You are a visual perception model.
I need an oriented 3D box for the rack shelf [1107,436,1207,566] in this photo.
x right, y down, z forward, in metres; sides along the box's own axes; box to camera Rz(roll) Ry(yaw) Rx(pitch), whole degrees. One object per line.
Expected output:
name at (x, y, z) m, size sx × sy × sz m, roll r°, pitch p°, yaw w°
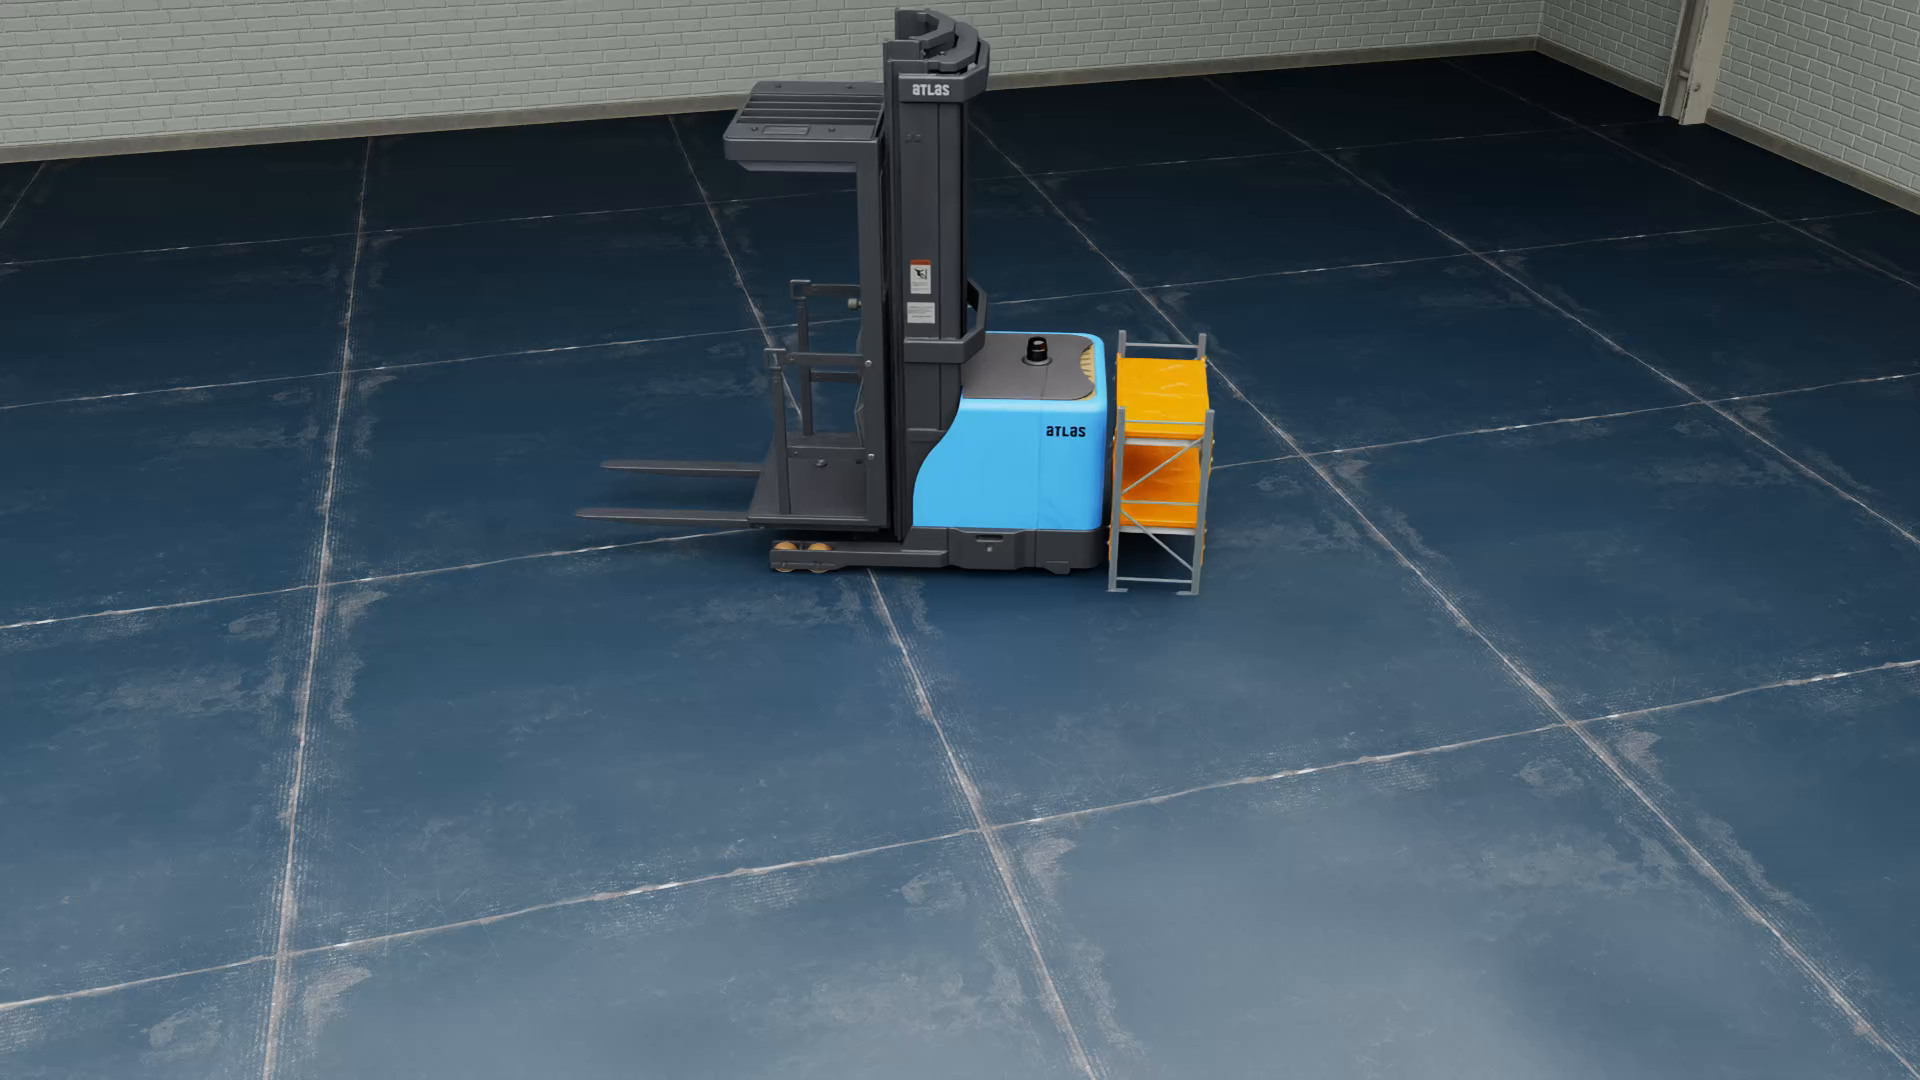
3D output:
rack shelf at (1.119, -0.239, 9.528) m, size 0.538 × 0.278 × 1.000 m, roll 3°, pitch 30°, yaw 4°

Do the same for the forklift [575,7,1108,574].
forklift at (-0.686, -1.344, 9.147) m, size 3.031 × 2.935 × 1.130 m, roll 1°, pitch 30°, yaw 3°

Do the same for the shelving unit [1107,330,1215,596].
shelving unit at (1.120, -0.451, 9.405) m, size 0.538 × 1.125 × 1.048 m, roll 3°, pitch 30°, yaw 4°

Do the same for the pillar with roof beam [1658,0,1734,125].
pillar with roof beam at (3.383, -7.718, 14.101) m, size 9.100 × 9.000 × 0.400 m, roll -8°, pitch 31°, yaw -13°

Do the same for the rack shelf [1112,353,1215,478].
rack shelf at (1.120, -0.704, 9.258) m, size 0.538 × 0.278 × 1.000 m, roll 3°, pitch 30°, yaw 4°

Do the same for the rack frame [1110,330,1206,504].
rack frame at (1.164, -0.704, 9.843) m, size 0.500 × 1.125 × 0.032 m, roll 3°, pitch 30°, yaw 4°

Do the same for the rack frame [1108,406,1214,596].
rack frame at (1.075, -0.197, 8.967) m, size 0.500 × 1.125 × 0.032 m, roll 3°, pitch 30°, yaw 4°
